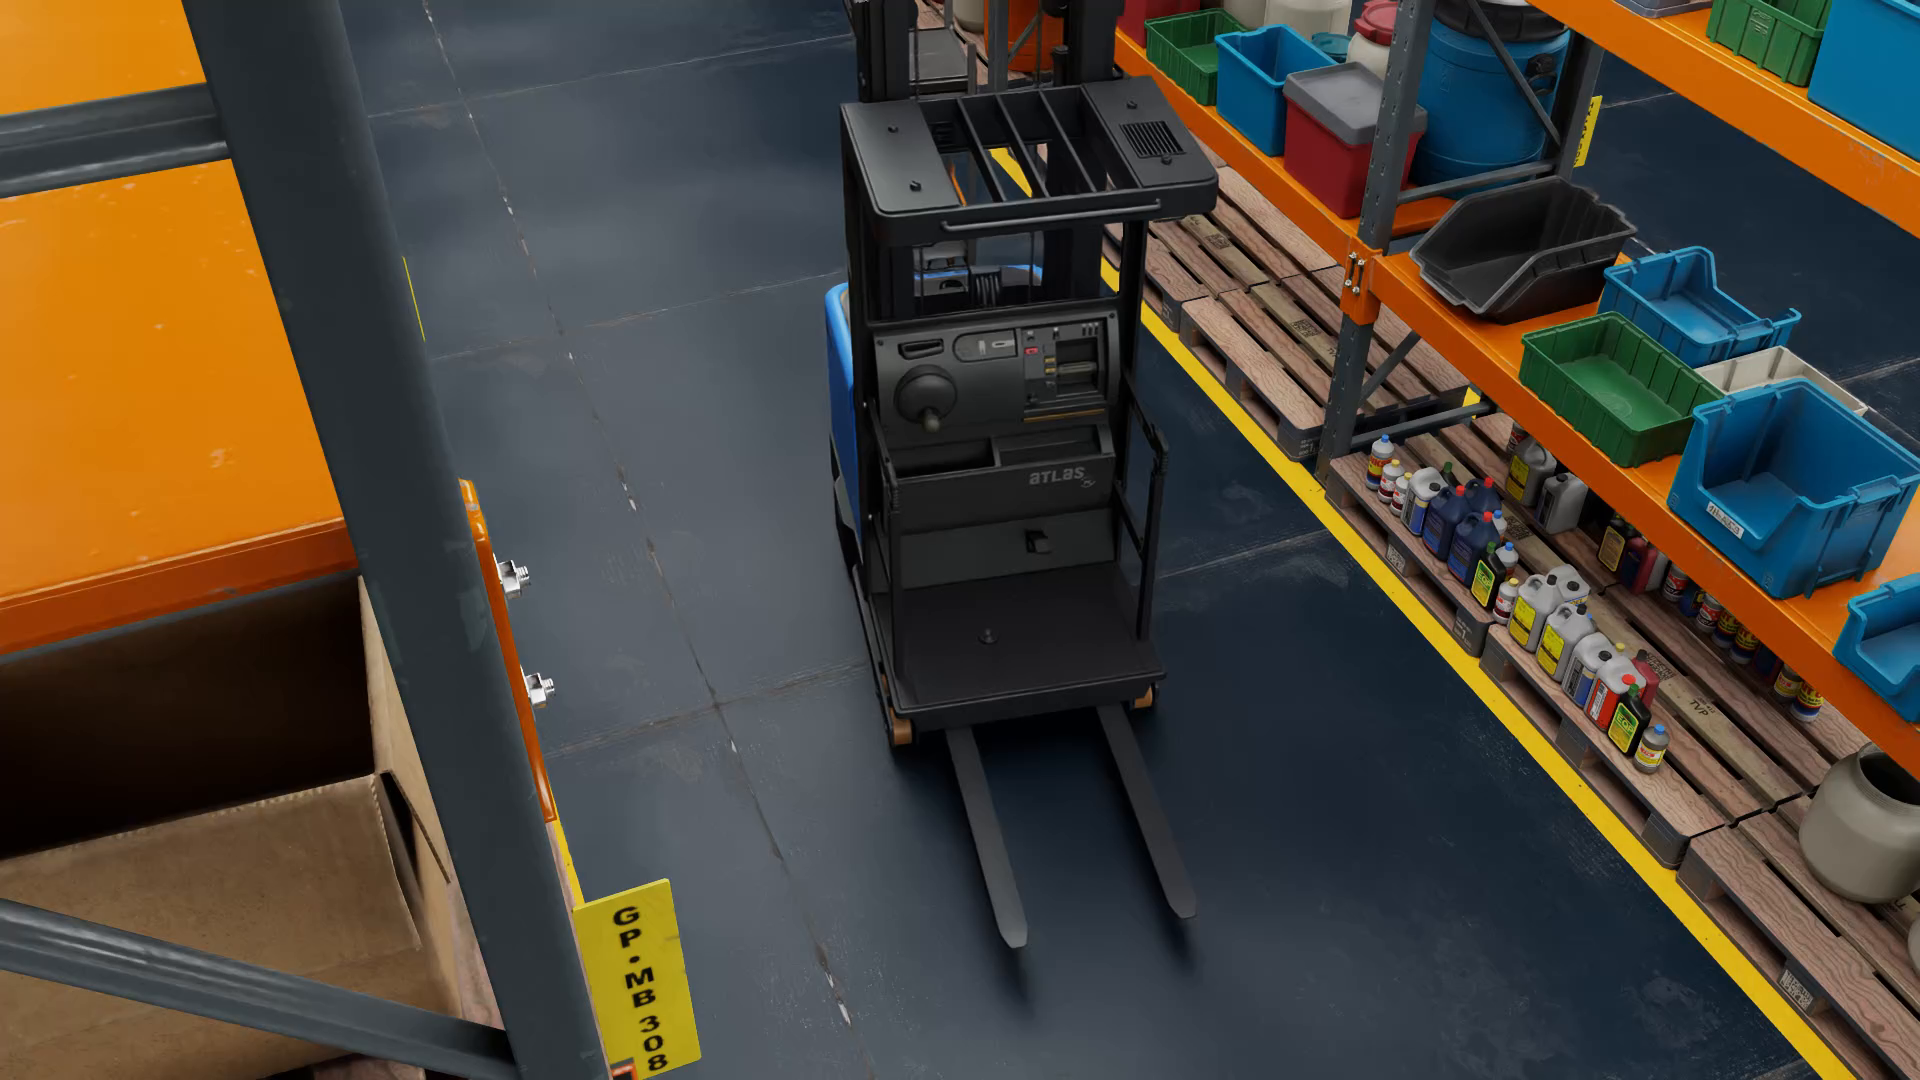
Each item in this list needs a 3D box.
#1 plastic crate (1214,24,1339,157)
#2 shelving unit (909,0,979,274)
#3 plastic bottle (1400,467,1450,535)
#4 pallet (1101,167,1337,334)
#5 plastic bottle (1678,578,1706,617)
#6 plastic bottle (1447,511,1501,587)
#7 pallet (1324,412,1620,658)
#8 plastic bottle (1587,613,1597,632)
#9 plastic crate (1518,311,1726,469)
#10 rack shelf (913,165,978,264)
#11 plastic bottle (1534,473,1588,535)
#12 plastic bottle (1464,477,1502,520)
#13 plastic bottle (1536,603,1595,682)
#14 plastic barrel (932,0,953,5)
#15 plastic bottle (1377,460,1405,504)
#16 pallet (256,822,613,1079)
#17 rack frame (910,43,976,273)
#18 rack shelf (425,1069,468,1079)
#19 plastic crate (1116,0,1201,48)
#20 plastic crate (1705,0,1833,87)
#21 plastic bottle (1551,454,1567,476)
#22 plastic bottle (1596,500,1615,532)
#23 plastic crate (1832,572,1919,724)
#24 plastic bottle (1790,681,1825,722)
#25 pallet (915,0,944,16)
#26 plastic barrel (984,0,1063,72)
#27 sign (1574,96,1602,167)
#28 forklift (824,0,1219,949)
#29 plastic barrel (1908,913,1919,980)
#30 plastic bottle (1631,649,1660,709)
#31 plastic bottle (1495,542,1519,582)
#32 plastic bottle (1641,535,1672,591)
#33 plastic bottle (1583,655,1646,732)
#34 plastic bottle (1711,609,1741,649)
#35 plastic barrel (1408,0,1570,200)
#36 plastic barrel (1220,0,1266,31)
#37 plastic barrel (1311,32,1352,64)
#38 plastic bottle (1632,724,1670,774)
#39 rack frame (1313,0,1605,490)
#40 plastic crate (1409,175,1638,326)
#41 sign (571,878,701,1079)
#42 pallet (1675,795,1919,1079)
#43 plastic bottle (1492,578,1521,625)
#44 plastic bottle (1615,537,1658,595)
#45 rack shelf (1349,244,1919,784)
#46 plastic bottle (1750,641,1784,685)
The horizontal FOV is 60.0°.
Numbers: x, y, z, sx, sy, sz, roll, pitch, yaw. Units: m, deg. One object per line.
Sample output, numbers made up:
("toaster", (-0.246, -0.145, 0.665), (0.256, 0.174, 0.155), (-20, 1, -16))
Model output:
("plastic crate", (1.481, -2.111, 7.835), (0.392, 0.384, 0.575), (-15, 43, -17))
("shelving unit", (-0.180, -1.368, 7.649), (0.431, 2.100, 0.503), (-8, 41, -9))
("plastic bottle", (2.057, -0.175, 7.323), (0.152, 0.276, 0.135), (-14, 43, -15))
("pallet", (1.384, -1.672, 9.451), (1.003, 0.211, 1.213), (-15, 43, -17))
("plastic bottle", (3.068, 0.189, 6.904), (0.097, 0.271, 0.097), (0, 41, 0))
("plastic bottle", (2.188, 0.011, 7.049), (0.144, 0.351, 0.185), (-17, 43, -19))
("pallet", (2.409, -0.057, 7.574), (1.003, 0.211, 1.213), (-15, 43, -17))
("plastic bottle", (2.517, 0.380, 6.735), (0.097, 0.201, 0.097), (0, 41, 0))
("plastic crate", (2.449, -0.561, 6.183), (0.450, 0.188, 0.662), (-15, 43, -17))
("rack shelf", (-0.180, -1.358, 7.658), (0.431, 0.518, 0.480), (-8, 41, -9))
("plastic bottle", (2.649, -0.180, 7.329), (0.152, 0.276, 0.135), (-15, 43, -17))
("plastic bottle", (2.249, -0.138, 7.223), (0.144, 0.351, 0.185), (-15, 43, -17))
("plastic bottle", (2.422, 0.379, 6.621), (0.144, 0.351, 0.185), (-13, 42, -15))
("plastic barrel", (0.025, -4.155, 11.727), (0.600, 0.588, 0.708), (-15, 43, -17))
("plastic bottle", (1.946, -0.273, 7.494), (0.097, 0.201, 0.097), (0, 41, 0))
("pallet", (-1.103, 0.577, 2.464), (1.003, 0.211, 1.213), (-15, 43, -17))
("rack frame", (-0.130, -1.213, 7.468), (0.400, 2.100, 0.015), (-8, 41, -9))
("rack shelf", (-1.622, 0.044, 3.568), (1.077, 0.370, 4.000), (-15, 43, -17))
("plastic crate", (0.996, -2.914, 8.707), (0.402, 0.464, 0.583), (-15, 43, -17))
("plastic crate", (2.543, -1.568, 5.054), (0.336, 0.188, 0.450), (-15, 43, -17))
("plastic bottle", (2.703, -0.376, 7.500), (0.144, 0.351, 0.185), (-16, 43, -18))
("plastic bottle", (2.878, -0.147, 7.285), (0.061, 0.283, 0.133), (-12, 42, -14))
("plastic crate", (3.010, 0.317, 5.114), (0.499, 0.251, 0.408), (-15, 43, -17))
("plastic bottle", (3.315, 0.578, 6.451), (0.097, 0.271, 0.097), (0, 41, 0))
("pallet", (-0.143, -4.080, 12.252), (1.003, 0.211, 1.213), (-15, 43, -17))
("plastic barrel", (0.457, -3.566, 10.857), (0.600, 0.830, 0.708), (-15, 43, -17))
("sign", (2.703, -1.765, 7.209), (0.100, 0.325, 0.005), (-15, 43, -17))
("forklift", (0.190, -0.552, 6.063), (1.130, 2.935, 3.031), (-8, 41, -9))
("plastic barrel", (3.399, 1.287, 5.458), (0.421, 0.512, 0.421), (0, 41, 0))
("plastic bottle", (2.640, 0.560, 6.462), (0.061, 0.283, 0.133), (-15, 43, -17))
("plastic bottle", (2.279, 0.121, 6.983), (0.097, 0.271, 0.097), (0, 41, 0))
("plastic bottle", (2.959, 0.061, 7.048), (0.152, 0.276, 0.135), (-14, 43, -16))
("plastic bottle", (2.542, 0.590, 6.433), (0.152, 0.276, 0.135), (-15, 43, -17))
("plastic bottle", (3.146, 0.311, 6.762), (0.097, 0.271, 0.097), (0, 41, 0))
("plastic barrel", (2.323, -2.028, 7.342), (0.600, 0.901, 0.708), (-15, 43, -17))
("plastic barrel", (1.581, -2.915, 8.653), (0.433, 0.535, 0.433), (0, 41, 0))
("plastic barrel", (1.826, -2.313, 8.164), (0.301, 0.262, 0.301), (0, 41, 0))
("plastic bottle", (2.613, 0.777, 6.273), (0.097, 0.201, 0.097), (0, 41, 0))
("rack frame", (2.191, -1.530, 7.147), (1.000, 3.000, 0.127), (-15, 43, -17))
("plastic crate", (2.273, -1.159, 6.764), (0.767, 0.338, 0.504), (-15, 43, -17))
("sign", (-0.342, 0.480, 1.778), (0.100, 0.325, 0.005), (-15, 43, -17))
("pallet", (3.343, 1.412, 5.864), (1.003, 0.211, 1.213), (-15, 43, -17))
("plastic bottle", (2.275, 0.244, 6.893), (0.097, 0.201, 0.097), (0, 41, 0))
("plastic bottle", (2.861, 0.085, 7.015), (0.061, 0.283, 0.133), (-15, 43, -17))
("rack shelf", (2.956, -0.052, 5.980), (1.077, 0.370, 4.000), (-15, 43, -17))
("plastic bottle", (3.246, 0.432, 6.611), (0.061, 0.283, 0.133), (-14, 43, -16))
